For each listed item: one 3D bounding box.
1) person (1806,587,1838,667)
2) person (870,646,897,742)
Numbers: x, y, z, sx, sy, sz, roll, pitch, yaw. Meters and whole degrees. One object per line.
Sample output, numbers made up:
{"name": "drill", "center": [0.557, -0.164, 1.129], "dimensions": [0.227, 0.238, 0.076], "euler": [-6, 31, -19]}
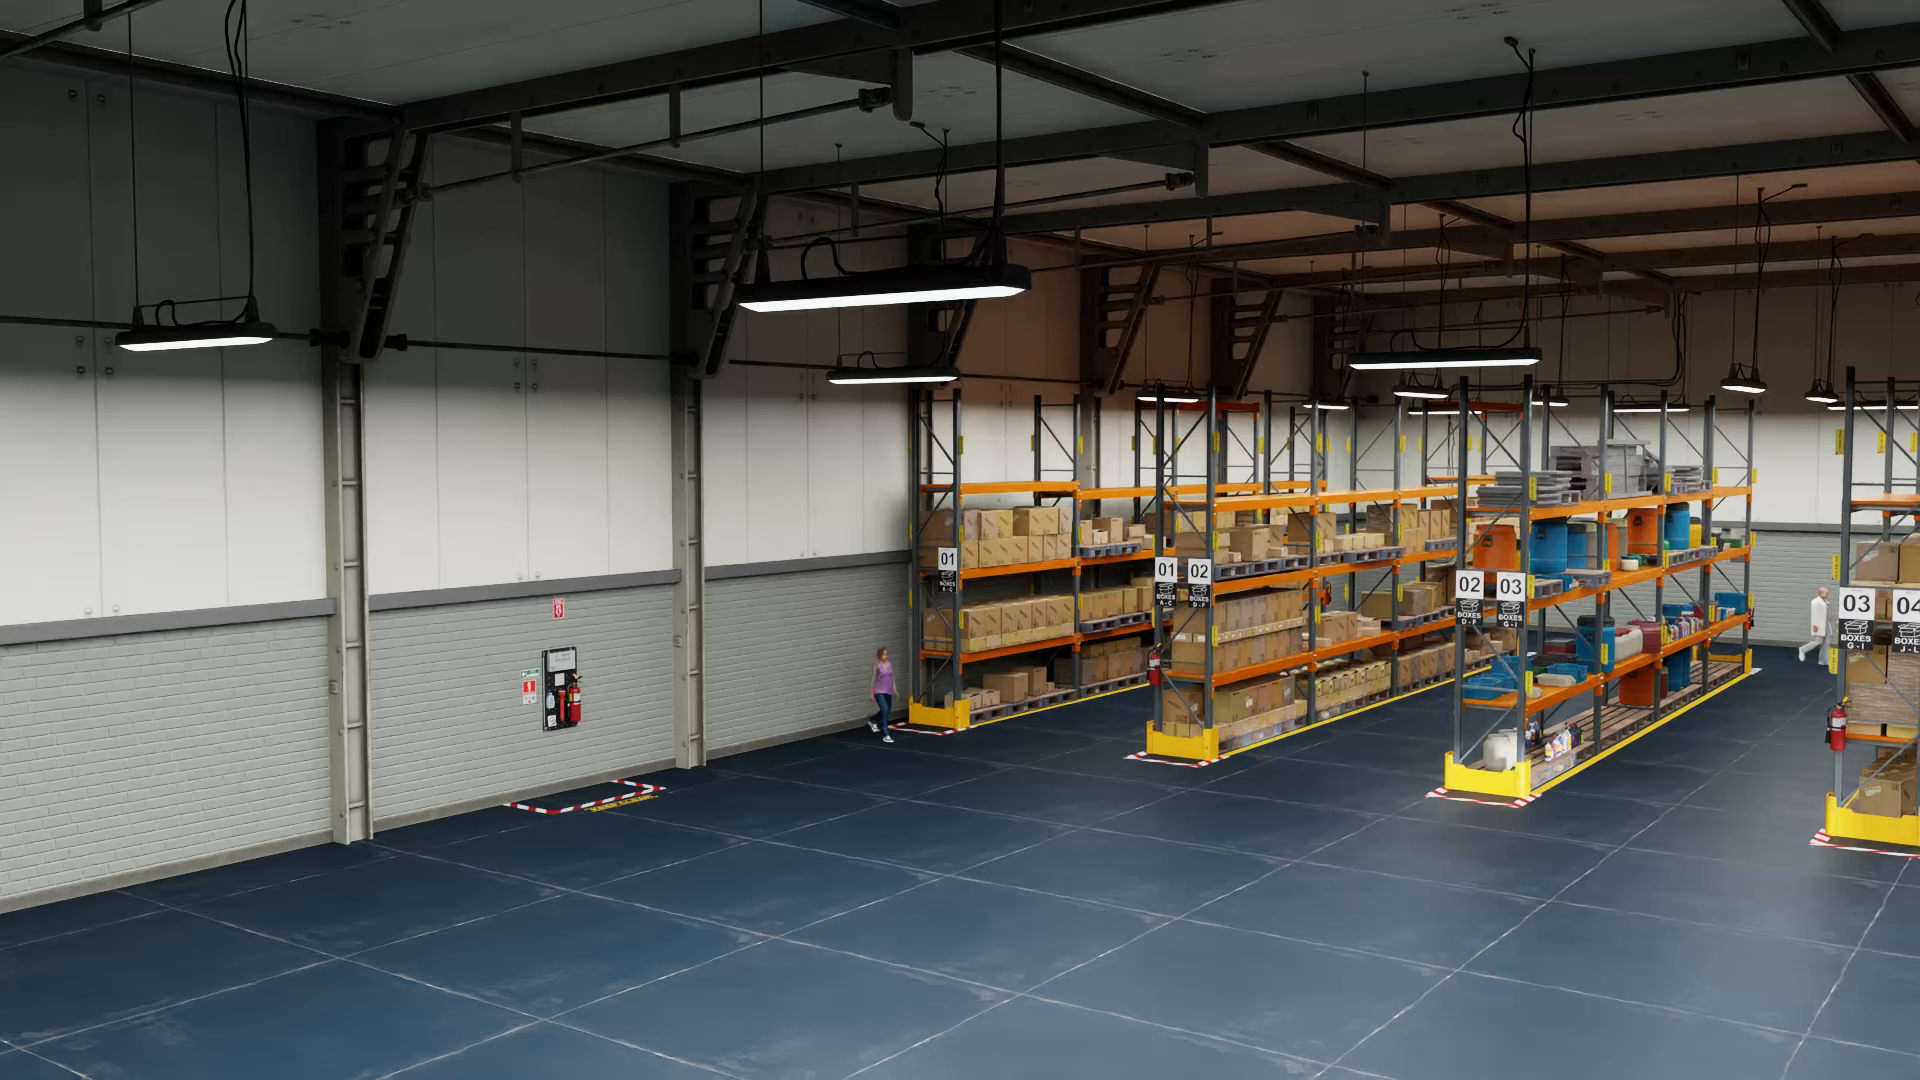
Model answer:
{"name": "person", "center": [19.565, 1.998, 37.702], "dimensions": [0.688, 1.874, 0.464], "euler": [0, 3, -4]}
{"name": "person", "center": [-1.279, 2.593, 28.251], "dimensions": [0.529, 1.602, 0.512], "euler": [1, 3, 16]}
